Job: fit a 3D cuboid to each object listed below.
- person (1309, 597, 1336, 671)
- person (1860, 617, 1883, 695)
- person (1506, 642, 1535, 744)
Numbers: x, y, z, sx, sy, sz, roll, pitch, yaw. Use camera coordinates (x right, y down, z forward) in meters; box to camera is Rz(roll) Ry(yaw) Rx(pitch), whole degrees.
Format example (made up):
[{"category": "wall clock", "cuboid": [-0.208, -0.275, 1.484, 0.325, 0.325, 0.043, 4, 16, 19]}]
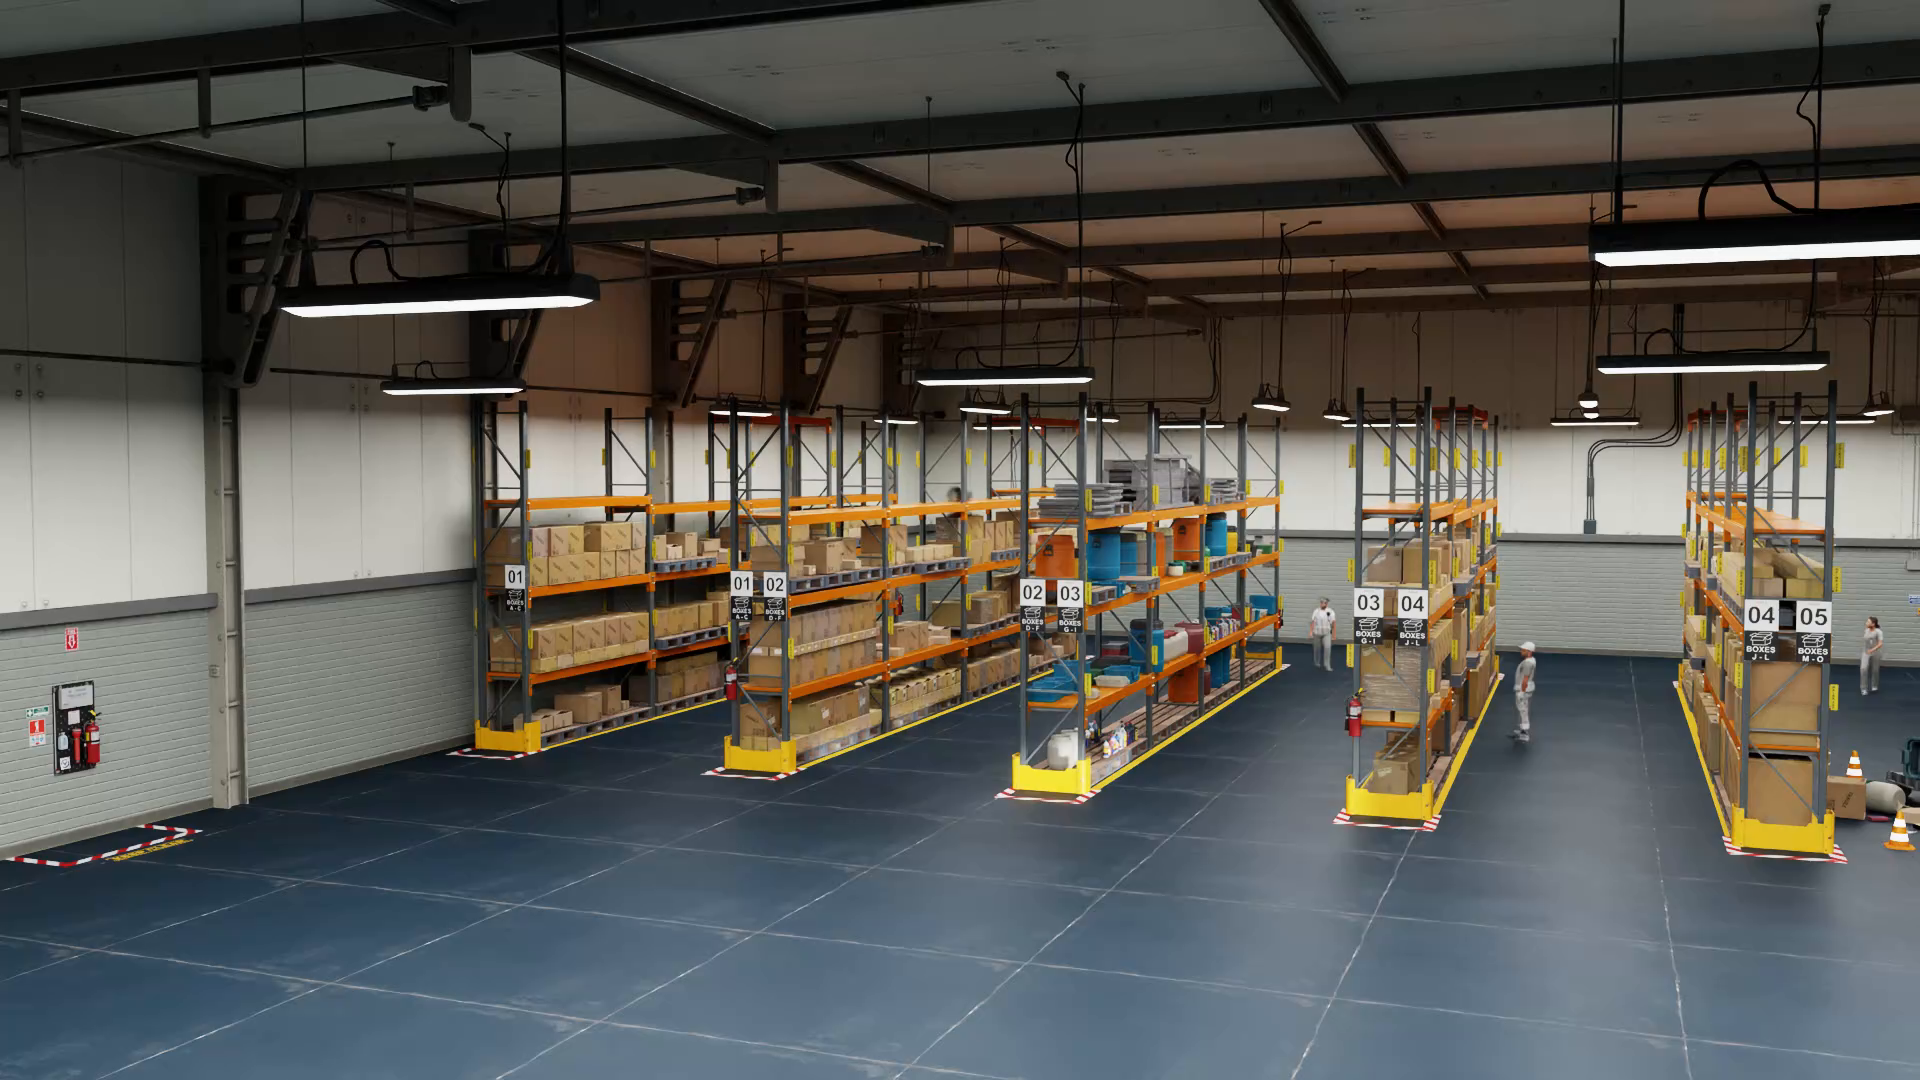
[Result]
[{"category": "person", "cuboid": [8.609, 2.205, 39.482, 0.659, 1.730, 0.954, 0, 3, 3]}, {"category": "person", "cuboid": [19.508, 2.484, 35.541, 0.416, 1.692, 0.878, 2, 4, 41]}, {"category": "person", "cuboid": [9.908, 2.684, 29.455, 0.622, 1.791, 0.577, 2, 4, 40]}]
